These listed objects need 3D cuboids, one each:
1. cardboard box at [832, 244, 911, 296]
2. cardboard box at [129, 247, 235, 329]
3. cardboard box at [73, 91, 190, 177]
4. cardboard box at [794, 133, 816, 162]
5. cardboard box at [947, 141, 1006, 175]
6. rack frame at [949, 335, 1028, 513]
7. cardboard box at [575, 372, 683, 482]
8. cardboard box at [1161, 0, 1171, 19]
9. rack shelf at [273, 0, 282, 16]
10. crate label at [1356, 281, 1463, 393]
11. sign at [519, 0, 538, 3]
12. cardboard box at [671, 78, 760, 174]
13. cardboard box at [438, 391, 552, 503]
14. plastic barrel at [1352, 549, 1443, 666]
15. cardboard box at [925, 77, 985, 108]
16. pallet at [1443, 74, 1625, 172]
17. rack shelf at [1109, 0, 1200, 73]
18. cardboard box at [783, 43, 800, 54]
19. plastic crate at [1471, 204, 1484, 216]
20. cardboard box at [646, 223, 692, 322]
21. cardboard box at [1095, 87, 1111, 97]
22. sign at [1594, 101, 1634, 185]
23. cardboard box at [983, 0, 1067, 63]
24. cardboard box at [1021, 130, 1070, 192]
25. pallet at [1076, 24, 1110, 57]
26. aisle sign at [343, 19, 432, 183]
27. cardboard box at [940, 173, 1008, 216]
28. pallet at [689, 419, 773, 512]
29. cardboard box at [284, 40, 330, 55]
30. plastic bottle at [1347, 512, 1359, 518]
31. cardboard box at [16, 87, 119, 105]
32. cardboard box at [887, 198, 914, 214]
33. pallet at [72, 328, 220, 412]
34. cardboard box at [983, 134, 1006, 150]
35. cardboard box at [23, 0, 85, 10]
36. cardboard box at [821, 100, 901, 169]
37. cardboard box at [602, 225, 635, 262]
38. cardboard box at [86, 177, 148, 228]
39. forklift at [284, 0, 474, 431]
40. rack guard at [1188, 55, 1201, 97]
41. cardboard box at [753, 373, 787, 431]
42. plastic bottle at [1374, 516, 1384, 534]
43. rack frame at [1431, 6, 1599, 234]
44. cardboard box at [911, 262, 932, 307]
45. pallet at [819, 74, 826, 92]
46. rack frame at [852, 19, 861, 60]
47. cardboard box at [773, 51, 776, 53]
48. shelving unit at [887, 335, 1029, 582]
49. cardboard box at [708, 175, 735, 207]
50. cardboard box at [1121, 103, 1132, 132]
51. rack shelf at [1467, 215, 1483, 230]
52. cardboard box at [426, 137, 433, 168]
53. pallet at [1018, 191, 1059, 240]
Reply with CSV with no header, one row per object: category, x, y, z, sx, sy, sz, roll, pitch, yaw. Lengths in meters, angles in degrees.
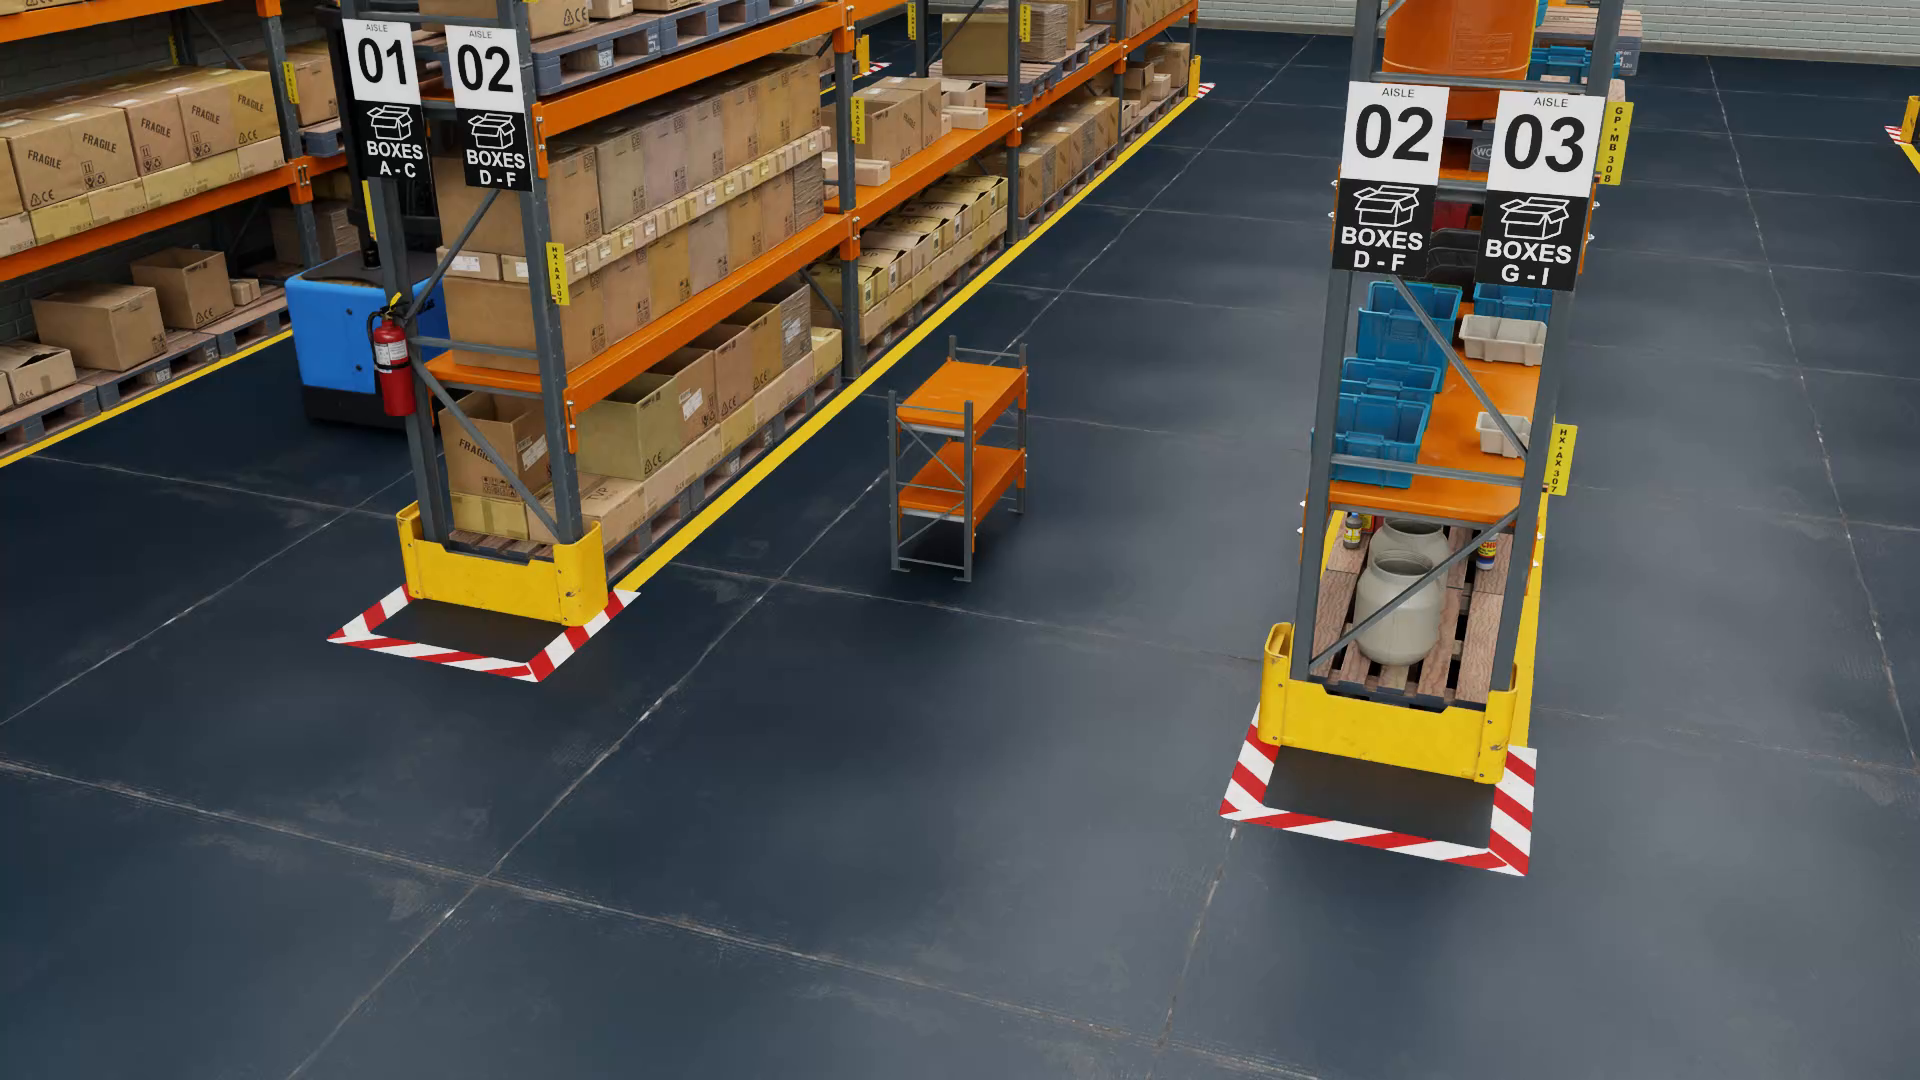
cardboard box,-0.714,-2.211,13.405,0.500,0.311,0.500,8,27,17
cardboard box,-6.238,-2.026,13.356,0.500,0.500,0.500,7,27,14
cardboard box,-6.134,-3.014,12.322,0.500,0.500,0.500,8,27,16
cardboard box,-1.230,-2.762,11.653,0.380,0.149,0.250,8,27,16
cardboard box,0.163,-3.804,17.028,0.500,0.500,0.500,10,28,19
rack frame,0.171,-0.718,10.442,0.500,1.125,0.032,9,27,17
cardboard box,-2.036,-0.708,10.083,0.500,0.500,0.500,9,27,17
cardboard box,2.335,-6.797,20.731,0.500,0.500,0.500,8,27,17
rack shelf,-5.265,-5.234,15.001,1.077,0.370,4.000,9,27,17
crate label,2.439,-1.117,9.074,0.502,0.435,0.616,9,27,17
sign,-2.067,-2.721,7.892,0.100,0.325,0.005,9,27,17
cardboard box,-1.733,-2.701,10.783,0.700,0.500,0.500,9,27,17
cardboard box,-2.691,-0.577,9.813,0.500,0.500,0.500,9,27,17
plastic barrel,2.228,0.344,8.470,0.421,0.512,0.421,0,26,0
cardboard box,-0.089,-4.129,15.439,0.500,0.311,0.500,11,28,21
pallet,2.449,-1.896,7.498,1.003,0.211,1.213,9,27,17
rack shelf,2.070,-6.454,20.964,1.077,0.370,4.000,9,27,17
cardboard box,-2.579,-6.446,22.508,0.700,0.500,0.500,9,27,19
plastic crate,3.726,-2.610,12.442,0.450,0.188,0.662,9,27,17
cardboard box,-2.080,-1.680,10.162,0.700,0.500,0.500,9,27,18
cardboard box,1.576,-5.528,20.805,0.500,0.311,0.500,9,27,17
sign,2.598,-1.578,6.614,0.100,0.325,0.005,9,27,17
cardboard box,0.661,-5.170,16.889,0.700,0.500,0.500,14,29,27
cardboard box,0.835,-3.952,17.335,0.500,0.500,0.500,8,27,17
pallet,1.036,-5.557,18.506,1.003,0.211,1.213,9,27,17
aisle sign,-2.887,-2.211,8.391,0.394,0.787,0.004,9,27,17
cardboard box,0.131,-3.265,15.582,0.500,0.311,0.500,9,27,19
pallet,-1.966,-0.590,11.226,1.003,0.211,1.213,9,27,17
cardboard box,-5.536,-4.061,14.577,0.700,0.500,0.500,12,28,23
plastic bottle,2.301,-0.149,9.729,0.061,0.283,0.133,9,27,19
cardboard box,-6.630,-3.086,12.470,0.500,0.500,0.500,10,27,19
cardboard box,-0.716,-2.917,14.863,0.500,0.311,0.500,8,27,16
pallet,-6.525,-1.346,12.788,1.003,0.211,1.213,9,27,17
cardboard box,0.178,-4.165,16.913,0.500,0.250,0.500,10,28,19
cardboard box,-6.375,-3.900,11.283,0.500,0.500,0.500,10,28,21
cardboard box,-0.811,-3.243,13.392,0.500,0.500,0.500,11,28,21
cardboard box,-2.085,-1.703,9.466,0.380,0.149,0.250,9,27,18
cardboard box,-6.295,-2.469,12.057,0.500,0.250,0.500,9,27,18
forklift,-3.762,-2.698,12.460,1.130,2.935,3.031,8,27,17
rack guard,2.710,-6.444,22.985,1.175,0.500,0.348,9,27,17
cardboard box,-1.534,-0.986,11.518,0.500,0.250,0.500,9,27,17
plastic bottle,2.489,-0.183,9.799,0.061,0.283,0.133,9,27,17
rack frame,3.412,-1.949,10.833,1.000,3.000,0.127,9,27,17
cardboard box,-0.549,-2.173,13.970,0.500,0.250,0.500,8,27,16
pallet,-2.537,-6.222,22.859,1.003,0.211,1.213,9,27,17
rack frame,-1.937,-8.317,23.985,1.000,3.000,0.127,9,27,17
cardboard box,-2.636,-6.436,21.742,0.380,0.149,0.250,10,27,19
shelving unit,0.002,-0.509,10.011,0.538,1.125,1.048,9,27,17
cardboard box,-1.656,-2.232,10.558,0.380,0.149,0.250,10,27,19
cardboard box,1.748,-5.085,19.891,0.500,0.311,0.500,9,27,17
rack shelf,4.078,-2.447,12.687,1.077,0.370,4.000,9,27,17
cardboard box,-5.205,-3.699,15.951,0.500,0.250,0.500,9,27,17
pallet,0.358,-3.359,16.945,1.003,0.211,1.213,9,27,17
